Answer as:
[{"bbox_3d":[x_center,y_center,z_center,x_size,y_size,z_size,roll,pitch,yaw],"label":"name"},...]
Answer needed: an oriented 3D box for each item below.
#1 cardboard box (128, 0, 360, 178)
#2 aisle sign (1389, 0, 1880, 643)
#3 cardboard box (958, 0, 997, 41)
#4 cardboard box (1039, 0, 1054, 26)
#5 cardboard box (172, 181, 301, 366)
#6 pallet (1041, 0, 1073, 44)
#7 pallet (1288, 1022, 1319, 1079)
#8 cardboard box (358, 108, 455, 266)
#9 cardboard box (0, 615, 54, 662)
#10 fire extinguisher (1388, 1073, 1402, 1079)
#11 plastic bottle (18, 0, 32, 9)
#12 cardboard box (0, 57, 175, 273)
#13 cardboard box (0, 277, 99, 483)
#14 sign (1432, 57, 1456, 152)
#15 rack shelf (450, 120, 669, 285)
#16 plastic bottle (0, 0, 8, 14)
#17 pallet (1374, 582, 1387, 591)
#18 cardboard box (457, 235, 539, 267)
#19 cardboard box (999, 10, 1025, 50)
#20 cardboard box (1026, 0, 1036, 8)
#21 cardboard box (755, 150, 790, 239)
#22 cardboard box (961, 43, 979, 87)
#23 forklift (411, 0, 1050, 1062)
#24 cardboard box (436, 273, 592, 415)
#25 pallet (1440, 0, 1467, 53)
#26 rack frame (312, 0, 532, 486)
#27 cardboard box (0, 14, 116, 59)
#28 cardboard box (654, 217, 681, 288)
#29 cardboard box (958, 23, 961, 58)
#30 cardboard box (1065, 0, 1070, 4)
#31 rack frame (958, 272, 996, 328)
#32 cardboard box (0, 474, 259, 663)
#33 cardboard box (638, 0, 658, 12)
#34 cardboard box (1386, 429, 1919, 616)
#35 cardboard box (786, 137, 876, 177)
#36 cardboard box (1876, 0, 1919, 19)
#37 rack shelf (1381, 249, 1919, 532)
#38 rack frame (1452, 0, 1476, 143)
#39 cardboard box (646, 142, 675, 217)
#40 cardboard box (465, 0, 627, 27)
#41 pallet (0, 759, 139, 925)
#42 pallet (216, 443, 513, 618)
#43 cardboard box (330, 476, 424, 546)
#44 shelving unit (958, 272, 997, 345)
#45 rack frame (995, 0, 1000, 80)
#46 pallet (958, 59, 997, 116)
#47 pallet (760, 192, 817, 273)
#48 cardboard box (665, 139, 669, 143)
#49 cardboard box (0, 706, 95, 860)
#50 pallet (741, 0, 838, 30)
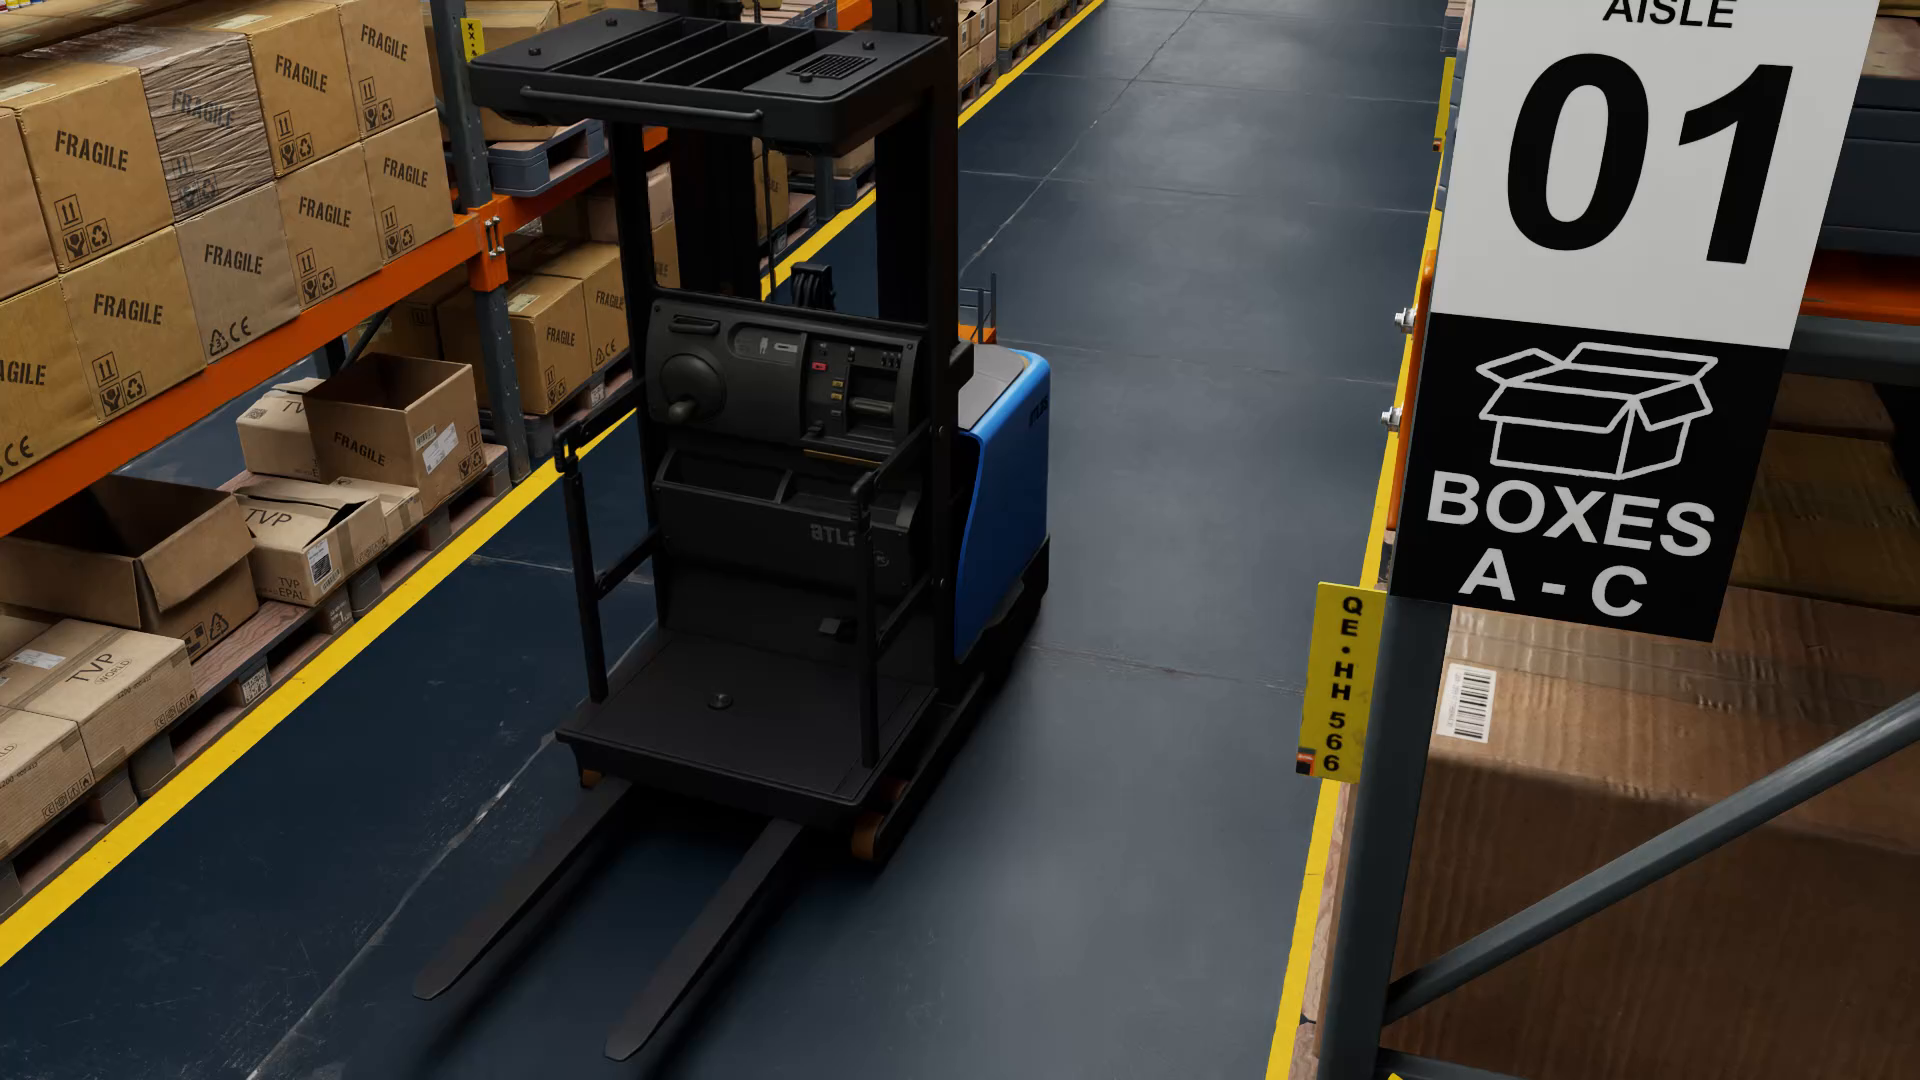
[{"bbox_3d":[-2.555,-1.633,5.969,0.500,0.500,0.500,8,30,14],"label":"cardboard box"},{"bbox_3d":[0.748,-0.245,1.930,0.394,0.787,0.004,8,30,15],"label":"aisle sign"},{"bbox_3d":[-0.003,-4.379,13.855,0.500,0.311,0.500,8,30,15],"label":"cardboard box"},{"bbox_3d":[0.571,-4.998,15.546,0.500,0.250,0.500,8,30,15],"label":"cardboard box"},{"bbox_3d":[-2.706,-0.959,5.786,0.500,0.500,0.500,9,30,16],"label":"cardboard box"},{"bbox_3d":[0.472,-5.095,16.191,1.003,0.211,1.213,8,30,15],"label":"pallet"},{"bbox_3d":[1.216,1.737,3.911,1.003,0.211,1.213,8,30,15],"label":"pallet"},{"bbox_3d":[-2.408,-1.438,6.646,0.500,0.500,0.500,9,30,16],"label":"cardboard box"},{"bbox_3d":[-3.449,0.480,5.677,0.500,0.250,0.500,8,30,15],"label":"cardboard box"},{"bbox_3d":[0.571,1.102,2.647,0.296,0.674,0.183,8,30,15],"label":"fire extinguisher"},{"bbox_3d":[-6.039,-3.510,10.679,0.097,0.201,0.097,0,29,0],"label":"plastic bottle"},{"bbox_3d":[-2.852,-1.166,5.128,0.500,0.500,0.500,8,30,14],"label":"cardboard box"},{"bbox_3d":[-3.001,-0.490,4.942,0.500,0.500,0.500,8,30,15],"label":"cardboard box"},{"bbox_3d":[1.709,-1.502,5.756,0.100,0.325,0.005,8,30,15],"label":"sign"},{"bbox_3d":[-1.919,-2.278,9.000,1.077,0.370,4.000,8,30,15],"label":"rack shelf"},{"bbox_3d":[-6.096,-3.420,10.517,0.097,0.201,0.097,0,29,0],"label":"plastic bottle"},{"bbox_3d":[1.932,0.603,5.949,1.003,0.211,1.213,8,30,15],"label":"pallet"},{"bbox_3d":[-2.482,-1.262,8.552,0.500,0.500,0.500,9,30,15],"label":"cardboard box"},{"bbox_3d":[0.268,-4.535,14.713,0.500,0.250,0.500,8,30,15],"label":"cardboard box"},{"bbox_3d":[0.417,-5.095,14.948,0.500,0.500,0.500,8,30,15],"label":"cardboard box"},{"bbox_3d":[-1.382,-2.154,10.155,0.500,0.500,0.500,10,31,17],"label":"cardboard box"},{"bbox_3d":[-0.153,-3.894,13.561,0.500,0.250,0.500,8,30,14],"label":"cardboard box"},{"bbox_3d":[-0.647,-0.469,5.078,1.130,2.935,3.031,11,31,18],"label":"forklift"},{"bbox_3d":[-2.131,-0.953,7.997,0.500,0.500,0.500,7,30,13],"label":"cardboard box"},{"bbox_3d":[3.512,-3.080,9.898,1.213,0.211,1.003,8,30,15],"label":"pallet"},{"bbox_3d":[-2.506,-1.663,7.154,1.000,3.000,0.127,8,30,15],"label":"rack frame"},{"bbox_3d":[-3.216,-1.486,5.705,0.500,0.500,0.500,8,30,13],"label":"cardboard box"},{"bbox_3d":[-1.831,-1.434,8.861,0.500,0.500,0.500,9,30,15],"label":"cardboard box"},{"bbox_3d":[-0.298,-3.905,13.003,0.500,0.311,0.500,8,30,15],"label":"cardboard box"},{"bbox_3d":[0.861,-5.464,16.383,0.500,0.250,0.500,8,30,15],"label":"cardboard box"},{"bbox_3d":[0.031,-0.574,7.047,0.240,1.200,0.006,8,30,15],"label":"rack frame"},{"bbox_3d":[-3.053,0.109,6.083,0.797,0.503,0.637,8,30,15],"label":"cardboard box"},{"bbox_3d":[-1.860,-3.043,9.099,0.700,0.500,0.500,14,32,24],"label":"cardboard box"},{"bbox_3d":[1.399,0.192,3.511,0.980,0.700,0.700,8,30,14],"label":"cardboard box"},{"bbox_3d":[-0.898,-2.705,11.424,0.500,0.250,0.500,8,30,15],"label":"cardboard box"},{"bbox_3d":[1.505,-0.876,2.273,0.500,0.250,0.500,10,31,17],"label":"cardboard box"},{"bbox_3d":[1.643,-1.025,3.662,1.077,0.370,4.000,8,30,15],"label":"rack shelf"},{"bbox_3d":[1.056,-1.721,1.087,1.000,3.000,0.127,8,30,15],"label":"rack frame"},{"bbox_3d":[-1.691,-1.979,9.069,0.500,0.250,0.500,8,30,14],"label":"cardboard box"},{"bbox_3d":[-2.012,-2.407,7.957,0.700,0.500,0.500,13,32,23],"label":"cardboard box"},{"bbox_3d":[-3.425,1.008,5.220,1.003,0.211,1.213,8,30,15],"label":"pallet"},{"bbox_3d":[-2.709,-0.125,7.259,1.003,0.211,1.213,8,30,15],"label":"pallet"},{"bbox_3d":[-2.455,-0.122,6.863,0.380,0.149,0.250,8,30,15],"label":"cardboard box"},{"bbox_3d":[0.004,-0.531,6.970,0.258,1.200,0.189,8,30,15],"label":"shelving unit"},{"bbox_3d":[-0.158,-5.381,13.837,1.000,3.000,0.127,8,30,15],"label":"rack frame"},{"bbox_3d":[-0.337,-3.814,13.890,1.003,0.211,1.213,8,30,15],"label":"pallet"},{"bbox_3d":[-1.587,-1.962,10.560,1.003,0.211,1.213,8,30,15],"label":"pallet"},{"bbox_3d":[-1.887,-2.207,10.251,0.500,0.500,0.500,7,30,13],"label":"cardboard box"},{"bbox_3d":[-3.103,0.760,5.173,0.500,0.250,0.500,8,30,15],"label":"cardboard box"},{"bbox_3d":[-1.464,-3.113,9.958,1.213,0.211,1.003,8,30,15],"label":"pallet"}]
